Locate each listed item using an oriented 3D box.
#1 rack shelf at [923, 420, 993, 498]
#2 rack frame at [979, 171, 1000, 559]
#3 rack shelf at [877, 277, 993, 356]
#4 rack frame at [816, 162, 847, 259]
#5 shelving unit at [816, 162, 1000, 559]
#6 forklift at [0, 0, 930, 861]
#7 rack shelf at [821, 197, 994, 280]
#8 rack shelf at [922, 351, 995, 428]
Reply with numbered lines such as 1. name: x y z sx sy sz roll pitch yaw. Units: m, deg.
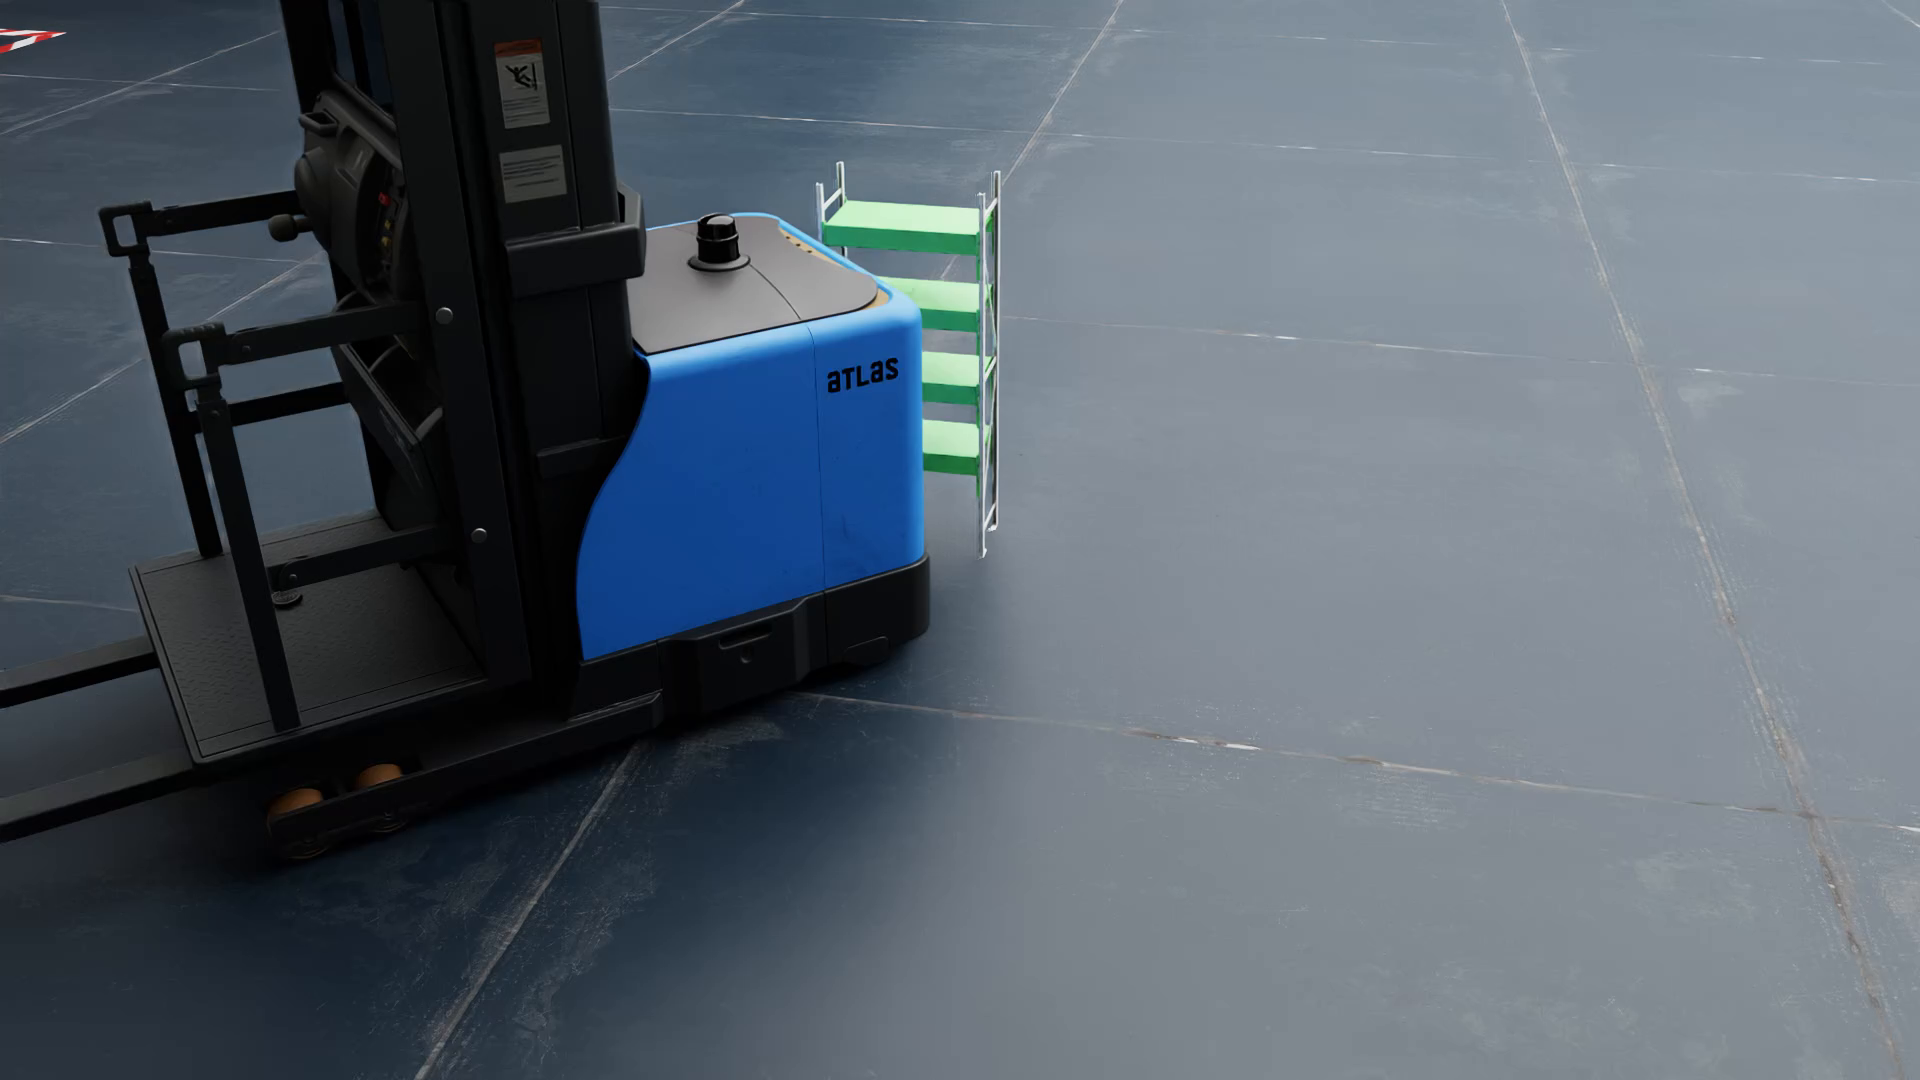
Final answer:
1. rack shelf: -0.146 -0.281 5.362 0.480 0.148 0.258 6 29 11
2. rack frame: 0.090 -0.523 5.168 0.015 1.200 0.240 6 29 11
3. rack shelf: -0.149 -0.701 5.130 0.480 0.148 0.258 6 29 11
4. rack frame: -0.386 -0.572 5.262 0.015 1.200 0.240 6 29 11
5. shelving unit: -0.148 -0.547 5.215 0.503 1.200 0.258 6 29 11
6. forklift: -1.615 -0.800 3.877 3.031 2.935 1.130 -16 33 -27
7. rack shelf: -0.150 -0.912 5.015 0.480 0.148 0.258 6 29 11
8. rack shelf: -0.148 -0.491 5.246 0.480 0.148 0.258 6 29 11
